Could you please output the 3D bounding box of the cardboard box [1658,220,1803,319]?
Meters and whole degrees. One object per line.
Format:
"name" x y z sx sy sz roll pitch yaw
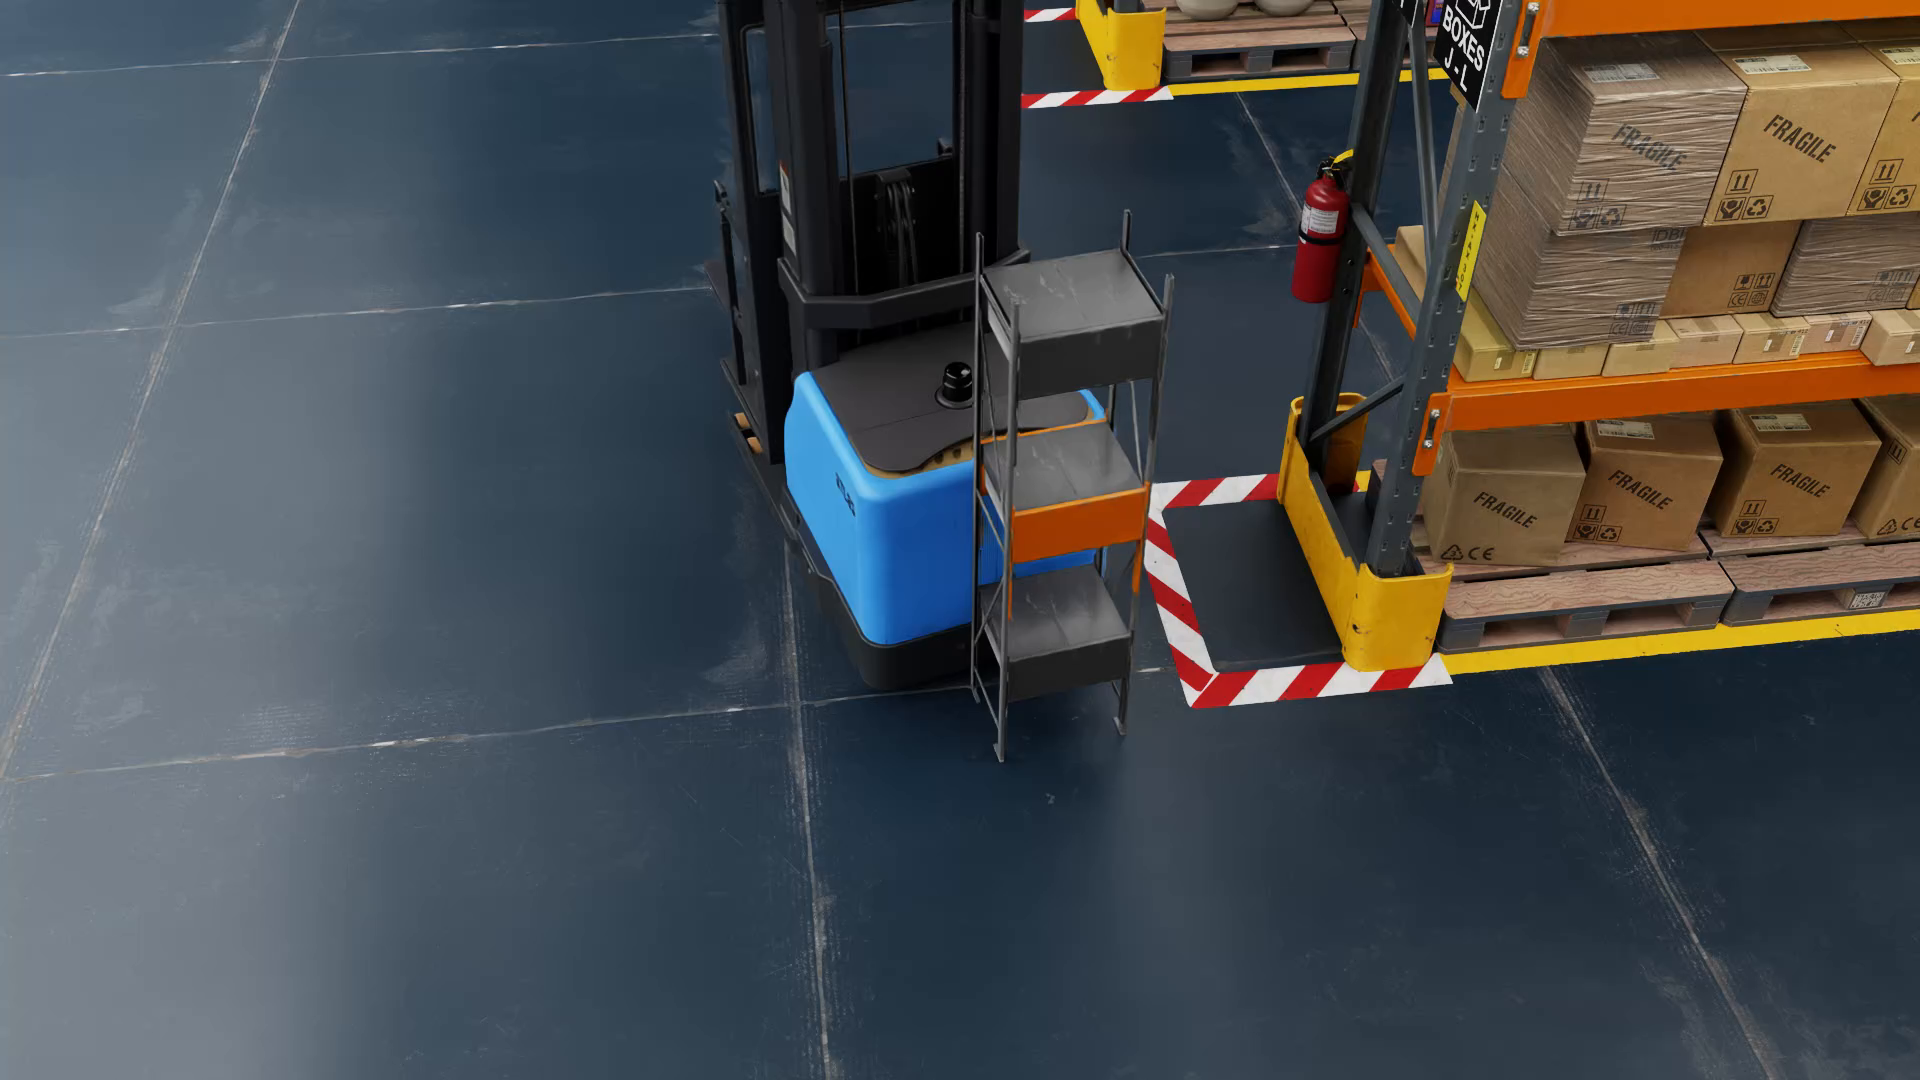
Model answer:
"cardboard box" 2.615 -1.276 6.129 0.500 0.500 0.875 -5 42 -6

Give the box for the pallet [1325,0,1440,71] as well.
"pallet" 3.026 -3.439 10.905 1.213 0.211 1.003 -5 42 -6

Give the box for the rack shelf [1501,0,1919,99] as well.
"rack shelf" 3.569 -1.997 5.522 4.000 0.370 1.077 -5 42 -6

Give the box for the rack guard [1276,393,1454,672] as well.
"rack guard" 1.661 -0.055 6.937 0.348 0.500 1.175 -5 42 -6

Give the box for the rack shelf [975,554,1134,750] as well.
"rack shelf" 0.340 0.423 6.273 0.480 0.518 0.431 -11 44 -12

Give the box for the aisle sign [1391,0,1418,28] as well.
"aisle sign" 1.485 -2.135 5.437 0.004 0.787 0.394 -5 42 -6

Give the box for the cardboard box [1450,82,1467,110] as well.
"cardboard box" 2.099 -1.707 5.860 0.500 0.500 0.500 -5 42 -6

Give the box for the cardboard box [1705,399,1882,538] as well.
"cardboard box" 3.418 -0.363 6.966 0.500 0.500 0.500 -1 42 -2

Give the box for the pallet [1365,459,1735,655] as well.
"pallet" 2.471 0.006 7.086 1.213 0.211 1.003 -5 42 -6

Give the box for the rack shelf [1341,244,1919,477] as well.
"rack shelf" 3.569 -0.883 6.526 4.000 0.370 1.077 -5 42 -6

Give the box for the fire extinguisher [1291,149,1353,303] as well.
"fire extinguisher" 1.412 -1.244 6.447 0.183 0.674 0.296 -5 42 -6

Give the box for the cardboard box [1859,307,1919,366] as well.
"cardboard box" 3.399 -0.815 6.102 0.250 0.149 0.380 -5 42 -6

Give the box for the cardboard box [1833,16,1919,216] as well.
"cardboard box" 3.158 -1.445 5.569 0.500 0.500 0.500 -5 42 -6

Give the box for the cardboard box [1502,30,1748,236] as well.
"cardboard box" 2.166 -1.362 5.477 0.500 0.500 0.500 -5 42 -6

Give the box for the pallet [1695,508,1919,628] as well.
"pallet" 3.678 -0.098 7.201 1.213 0.211 1.003 -5 42 -6

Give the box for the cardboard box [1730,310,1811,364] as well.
"cardboard box" 2.893 -0.823 6.110 0.250 0.149 0.380 -5 42 -6

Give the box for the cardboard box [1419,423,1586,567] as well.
"cardboard box" 2.207 -0.247 6.837 0.500 0.500 0.500 2 42 2

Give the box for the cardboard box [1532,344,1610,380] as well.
"cardboard box" 2.149 -0.758 6.039 0.250 0.149 0.380 -5 42 -6

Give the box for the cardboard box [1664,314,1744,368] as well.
"cardboard box" 2.644 -0.805 6.091 0.250 0.149 0.380 -5 42 -6

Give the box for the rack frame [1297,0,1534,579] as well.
"rack frame" 1.585 -0.976 6.093 0.127 3.000 1.000 -5 42 -6

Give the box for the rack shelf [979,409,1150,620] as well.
"rack shelf" 0.343 -0.090 5.797 0.480 0.518 0.431 -11 44 -12

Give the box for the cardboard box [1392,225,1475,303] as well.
"cardboard box" 1.841 -1.045 6.356 0.250 0.149 0.380 -5 42 -6

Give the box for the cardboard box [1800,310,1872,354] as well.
"cardboard box" 3.138 -0.862 6.154 0.250 0.149 0.380 -5 42 -6

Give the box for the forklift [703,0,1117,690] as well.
"forklift" -0.428 -1.497 6.721 1.130 2.935 3.031 -15 44 -16

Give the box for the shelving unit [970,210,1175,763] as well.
"shelving unit" 0.343 -0.100 5.787 0.503 2.100 0.431 -11 44 -12

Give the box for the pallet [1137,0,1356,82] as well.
"pallet" 1.819 -3.335 10.790 1.213 0.211 1.003 -5 42 -6

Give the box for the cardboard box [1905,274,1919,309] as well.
"cardboard box" 3.613 -1.327 6.185 0.500 0.500 0.875 -5 42 -6

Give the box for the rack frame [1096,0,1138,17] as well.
"rack frame" 0.943 -4.266 9.739 0.127 3.000 1.000 -5 42 -6

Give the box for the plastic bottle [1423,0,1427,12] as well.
"plastic bottle" 2.884 -3.349 10.484 0.097 0.201 0.097 0 42 0

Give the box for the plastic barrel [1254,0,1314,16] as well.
"plastic barrel" 2.083 -3.649 10.600 0.421 0.512 0.421 0 42 0

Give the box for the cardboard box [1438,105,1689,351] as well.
"cardboard box" 2.134 -1.153 5.992 0.500 0.500 0.875 -5 42 -6

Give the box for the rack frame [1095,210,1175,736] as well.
"rack frame" 0.577 -0.145 5.838 0.015 2.100 0.400 -11 44 -12

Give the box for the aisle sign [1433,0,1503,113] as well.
"aisle sign" 1.563 -1.737 4.995 0.004 0.787 0.394 -5 42 -6

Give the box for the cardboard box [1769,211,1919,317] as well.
"cardboard box" 3.116 -1.291 6.145 0.500 0.500 0.875 -5 42 -6

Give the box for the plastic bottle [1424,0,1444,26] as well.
"plastic bottle" 3.008 -3.378 10.455 0.133 0.283 0.061 -4 42 -5

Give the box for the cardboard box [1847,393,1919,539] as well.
"cardboard box" 3.977 -0.382 6.987 0.500 0.500 0.500 -9 43 -9

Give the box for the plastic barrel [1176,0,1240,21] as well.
"plastic barrel" 1.586 -3.606 10.552 0.421 0.512 0.421 0 42 0

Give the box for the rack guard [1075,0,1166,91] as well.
"rack guard" 1.013 -3.375 10.619 0.348 0.500 1.175 -5 42 -6

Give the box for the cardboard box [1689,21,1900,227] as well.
"cardboard box" 2.663 -1.401 5.520 0.500 0.500 0.500 -5 42 -6

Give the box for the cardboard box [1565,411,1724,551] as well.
"cardboard box" 2.795 -0.322 6.920 0.500 0.500 0.500 5 42 6

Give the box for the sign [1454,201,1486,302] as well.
"sign" 1.656 -0.937 5.403 0.005 0.325 0.100 -5 42 -6

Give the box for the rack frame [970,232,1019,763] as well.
"rack frame" 0.108 -0.054 5.737 0.015 2.100 0.400 -11 44 -12

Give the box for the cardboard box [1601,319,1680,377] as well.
"cardboard box" 2.399 -0.770 6.052 0.250 0.149 0.380 -5 42 -6

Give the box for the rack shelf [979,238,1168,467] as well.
"rack shelf" 0.346 -0.602 5.320 0.480 0.518 0.431 -11 44 -12

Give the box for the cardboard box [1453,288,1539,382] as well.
"cardboard box" 1.899 -0.749 6.029 0.250 0.149 0.380 -5 42 -6
